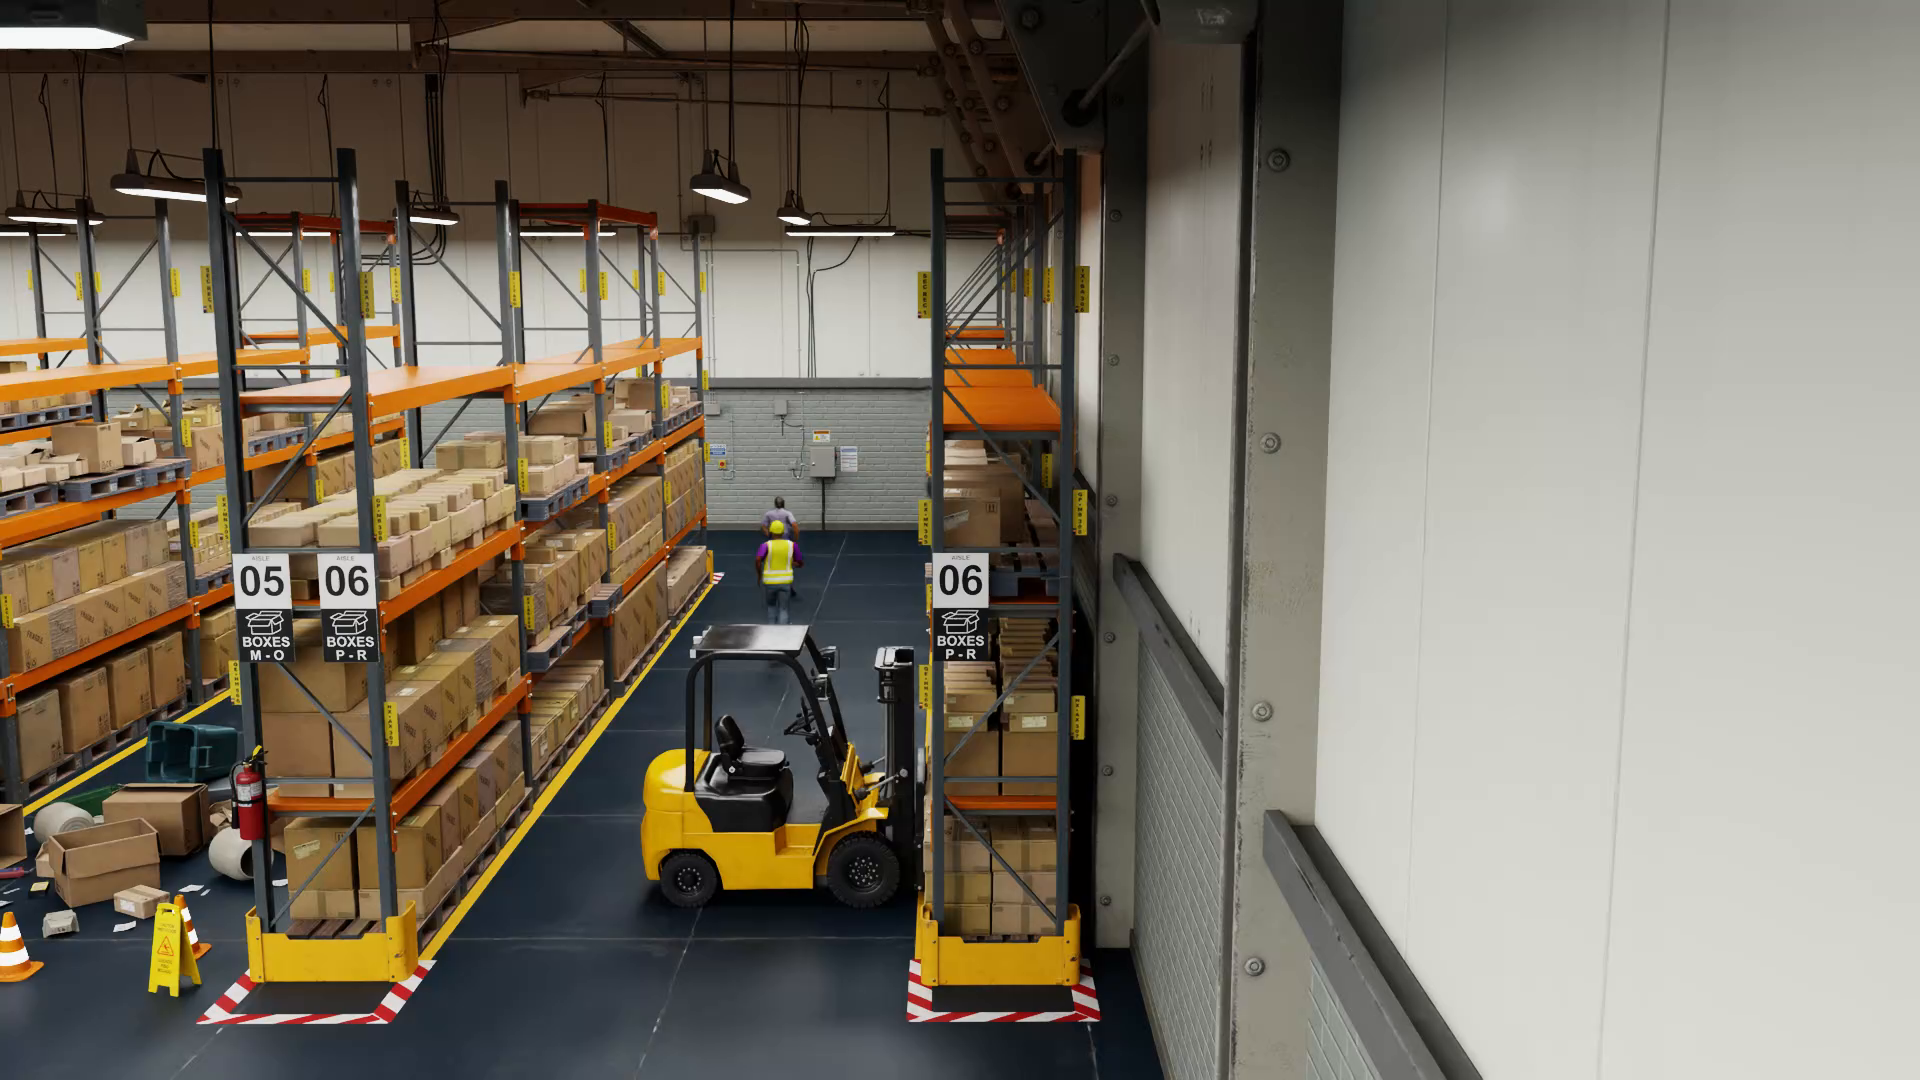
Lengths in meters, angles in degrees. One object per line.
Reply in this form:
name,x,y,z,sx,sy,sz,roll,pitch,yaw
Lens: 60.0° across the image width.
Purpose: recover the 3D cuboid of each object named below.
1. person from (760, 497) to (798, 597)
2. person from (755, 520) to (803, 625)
person,-2.898,0.147,26.737,0.603,1.618,0.811,-1,9,-7
person,-2.491,0.637,23.011,0.660,1.824,0.772,-1,9,-8
